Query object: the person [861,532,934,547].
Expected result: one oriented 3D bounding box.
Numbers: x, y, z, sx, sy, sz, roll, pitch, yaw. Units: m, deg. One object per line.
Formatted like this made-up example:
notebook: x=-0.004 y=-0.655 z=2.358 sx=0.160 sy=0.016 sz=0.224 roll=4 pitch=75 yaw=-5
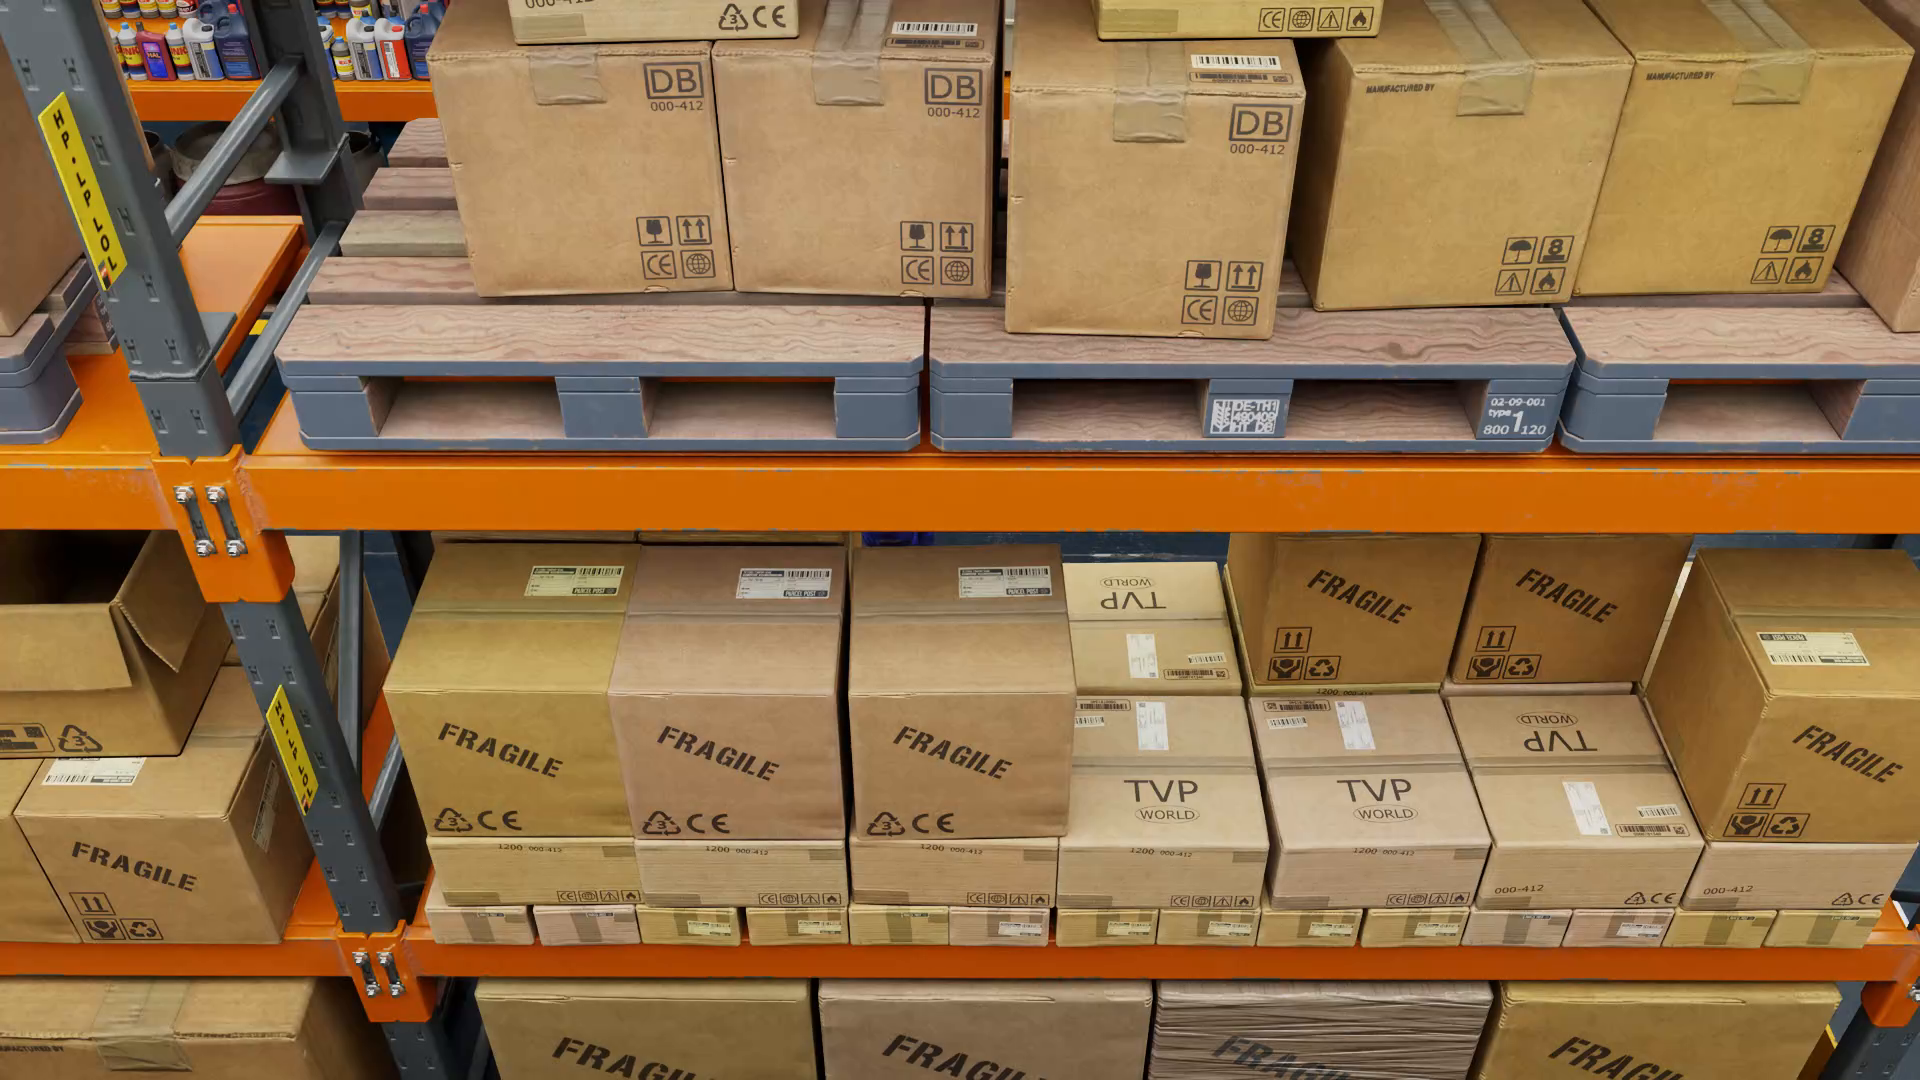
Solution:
person: x=-0.245 y=0.185 z=5.938 sx=0.348 sy=1.653 sz=0.523 roll=-2 pitch=40 yaw=-2
